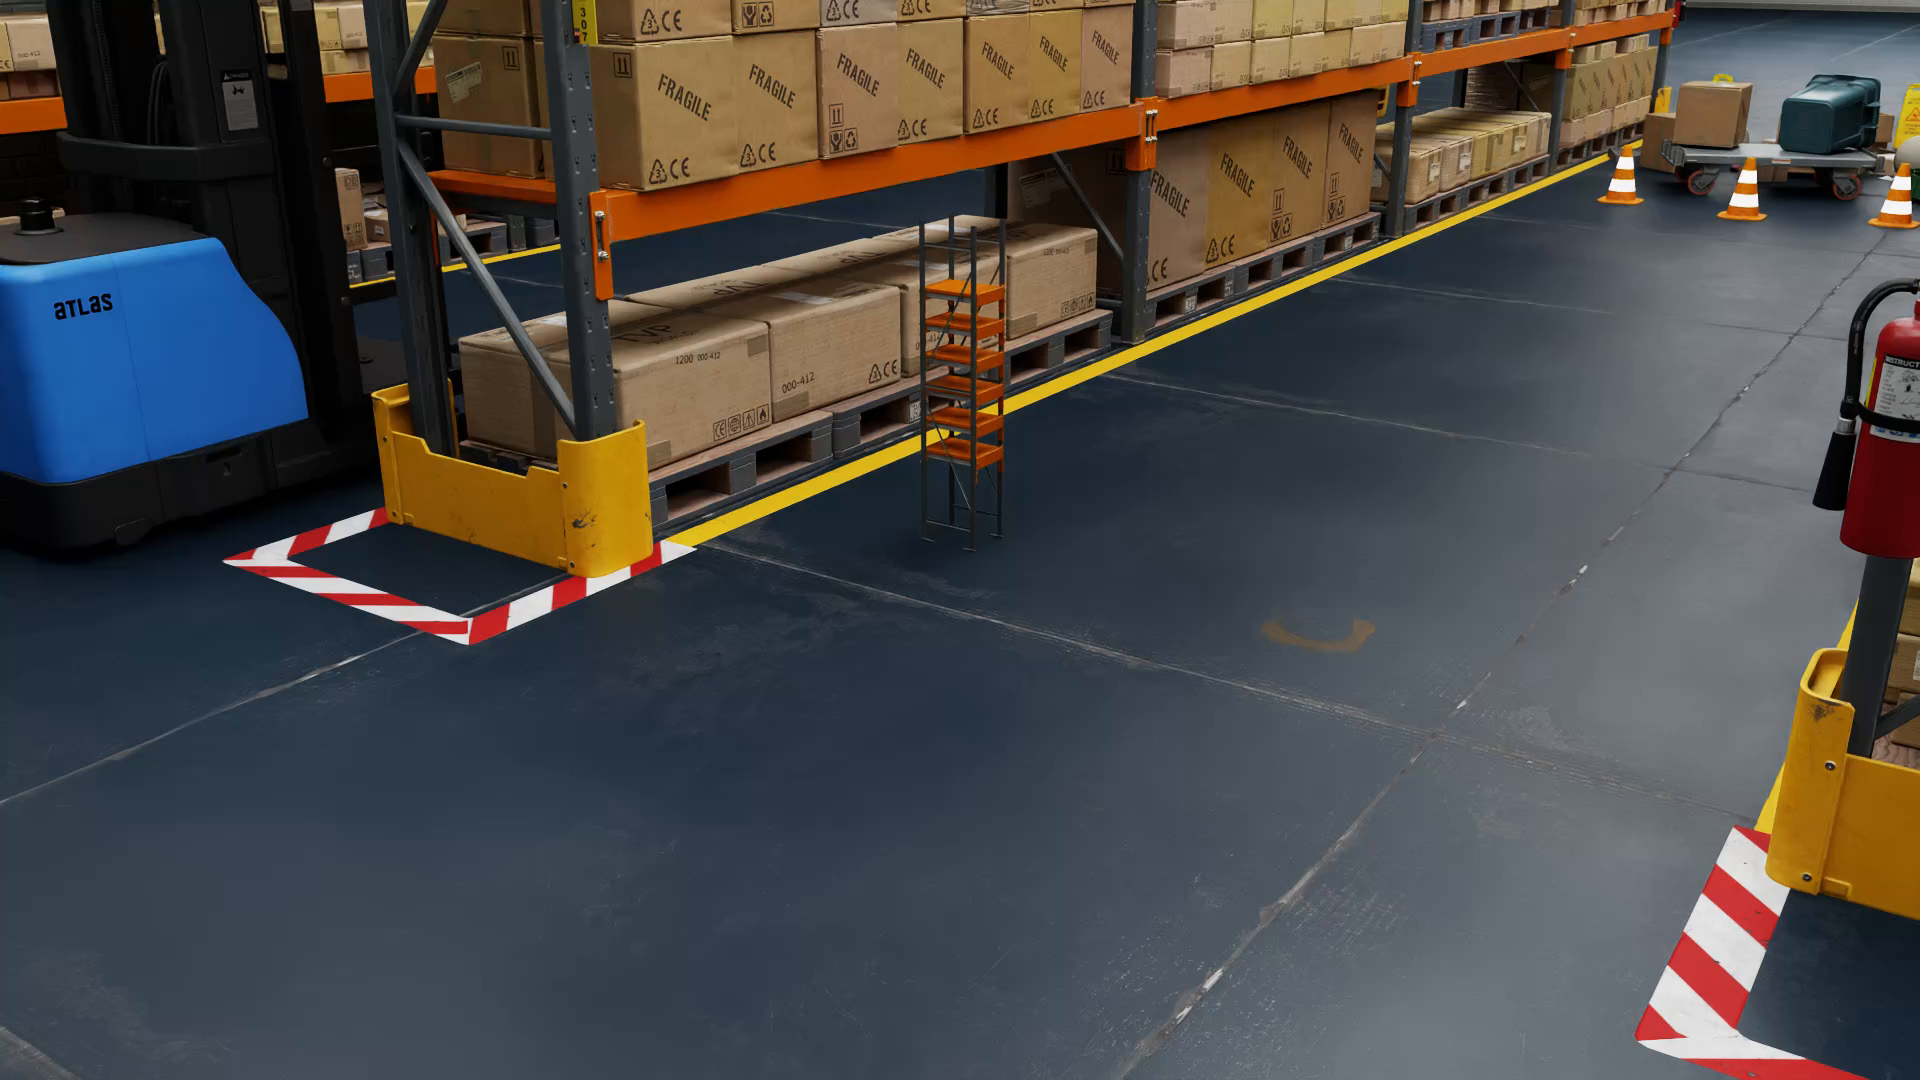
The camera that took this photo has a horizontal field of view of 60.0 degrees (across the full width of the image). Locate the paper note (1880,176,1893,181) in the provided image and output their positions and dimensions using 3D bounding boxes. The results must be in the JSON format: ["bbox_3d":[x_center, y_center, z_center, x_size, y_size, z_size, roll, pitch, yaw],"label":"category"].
[{"bbox_3d":[8.476,-3.289,15.125,0.155,0.023,0.172,-14,25,-33],"label":"paper note"}]

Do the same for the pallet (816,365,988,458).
[{"bbox_3d":[-0.599,-0.718,7.901,1.003,0.211,1.213,13,24,32],"label":"pallet"}]

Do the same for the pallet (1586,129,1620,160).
[{"bbox_3d":[6.108,-4.119,17.095,1.003,0.211,1.213,13,24,32],"label":"pallet"}]

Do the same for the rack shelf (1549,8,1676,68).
[{"bbox_3d":[6.199,-5.112,16.798,1.077,0.370,4.000,13,24,32],"label":"rack shelf"}]

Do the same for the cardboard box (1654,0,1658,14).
[{"bbox_3d":[7.078,-5.593,17.423,0.380,0.149,0.250,13,24,31],"label":"cardboard box"}]

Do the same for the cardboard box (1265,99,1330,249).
[{"bbox_3d":[1.865,-2.491,11.133,0.875,0.875,0.875,14,24,32],"label":"cardboard box"}]

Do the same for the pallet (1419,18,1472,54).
[{"bbox_3d":[3.139,-3.863,12.661,1.213,0.211,1.003,13,24,32],"label":"pallet"}]

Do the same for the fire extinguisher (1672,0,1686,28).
[{"bbox_3d":[7.769,-5.930,18.084,0.296,0.674,0.183,13,24,32],"label":"fire extinguisher"}]

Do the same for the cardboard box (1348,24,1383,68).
[{"bbox_3d":[2.483,-3.312,11.111,0.500,0.250,0.500,14,24,33],"label":"cardboard box"}]

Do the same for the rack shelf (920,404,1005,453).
[{"bbox_3d":[0.008,-0.413,6.125,0.258,0.103,0.180,13,24,32],"label":"rack shelf"}]

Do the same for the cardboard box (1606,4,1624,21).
[{"bbox_3d":[6.244,-5.151,16.228,0.380,0.149,0.250,13,24,32],"label":"cardboard box"}]

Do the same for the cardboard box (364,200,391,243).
[{"bbox_3d":[-3.800,-2.142,11.068,0.396,0.266,0.258,14,25,34],"label":"cardboard box"}]

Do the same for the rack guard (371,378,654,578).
[{"bbox_3d":[-1.684,-0.253,6.229,1.175,0.500,0.348,13,24,32],"label":"rack guard"}]

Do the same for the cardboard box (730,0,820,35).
[{"bbox_3d":[-0.881,-2.180,6.250,0.500,0.500,0.500,13,24,30],"label":"cardboard box"}]

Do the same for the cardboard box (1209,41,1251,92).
[{"bbox_3d":[1.333,-2.733,9.547,0.500,0.250,0.500,13,24,31],"label":"cardboard box"}]

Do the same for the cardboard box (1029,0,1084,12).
[{"bbox_3d":[0.249,-2.763,7.825,0.500,0.500,0.500,13,24,31],"label":"cardboard box"}]

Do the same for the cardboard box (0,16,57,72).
[{"bbox_3d":[-5.017,-2.691,9.003,0.500,0.250,0.500,14,24,32],"label":"cardboard box"}]

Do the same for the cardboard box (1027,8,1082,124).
[{"bbox_3d":[0.244,-2.295,8.003,0.500,0.500,0.500,13,24,31],"label":"cardboard box"}]

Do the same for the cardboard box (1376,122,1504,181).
[{"bbox_3d":[3.991,-3.282,13.997,0.950,0.372,0.625,14,25,34],"label":"cardboard box"}]

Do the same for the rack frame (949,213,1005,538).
[{"bbox_3d":[0.060,-0.593,6.139,0.240,1.200,0.006,13,24,32],"label":"rack frame"}]

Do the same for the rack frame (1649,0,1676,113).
[{"bbox_3d":[7.324,-6.023,18.225,1.000,3.000,0.127,13,24,32],"label":"rack frame"}]

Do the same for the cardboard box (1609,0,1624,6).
[{"bbox_3d":[6.109,-5.424,16.031,0.500,0.500,0.500,13,24,31],"label":"cardboard box"}]

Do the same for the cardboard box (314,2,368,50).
[{"bbox_3d":[-3.883,-3.276,10.585,0.500,0.250,0.500,13,24,32],"label":"cardboard box"}]

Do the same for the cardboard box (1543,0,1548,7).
[{"bbox_3d":[4.851,-4.681,14.353,0.380,0.149,0.250,12,24,30],"label":"cardboard box"}]

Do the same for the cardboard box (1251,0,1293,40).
[{"bbox_3d":[1.634,-3.110,9.845,0.500,0.250,0.500,14,24,32],"label":"cardboard box"}]

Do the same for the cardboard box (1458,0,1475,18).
[{"bbox_3d":[3.713,-4.083,12.736,0.380,0.149,0.250,13,24,32],"label":"cardboard box"}]

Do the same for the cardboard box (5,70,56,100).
[{"bbox_3d":[-5.143,-2.487,9.026,0.380,0.149,0.250,13,24,31],"label":"cardboard box"}]

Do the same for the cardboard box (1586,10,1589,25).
[{"bbox_3d":[5.616,-4.868,15.464,0.380,0.149,0.250,14,25,33],"label":"cardboard box"}]

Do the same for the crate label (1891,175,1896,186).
[{"bbox_3d":[8.276,-3.101,14.450,0.298,0.136,0.250,-2,20,-5],"label":"crate label"}]

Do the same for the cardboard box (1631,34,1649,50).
[{"bbox_3d":[6.938,-5.187,17.307,0.380,0.149,0.250,14,25,33],"label":"cardboard box"}]

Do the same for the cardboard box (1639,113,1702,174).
[{"bbox_3d":[6.803,-3.746,15.669,0.500,0.500,0.500,-6,21,-15],"label":"cardboard box"}]

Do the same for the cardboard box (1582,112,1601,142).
[{"bbox_3d":[5.921,-4.055,16.261,0.500,0.250,0.500,15,25,35],"label":"cardboard box"}]

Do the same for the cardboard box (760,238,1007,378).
[{"bbox_3d":[-0.367,-1.159,8.163,0.875,0.438,0.875,12,24,30],"label":"cardboard box"}]

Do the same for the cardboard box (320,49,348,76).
[{"bbox_3d":[-4.044,-2.982,10.364,0.380,0.149,0.250,13,24,31],"label":"cardboard box"}]

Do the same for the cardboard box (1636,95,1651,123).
[{"bbox_3d":[7.078,-4.639,17.841,0.500,0.250,0.500,13,24,32],"label":"cardboard box"}]

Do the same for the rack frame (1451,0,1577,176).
[{"bbox_3d":[5.075,-4.875,15.122,1.000,3.000,0.127,13,24,32],"label":"rack frame"}]

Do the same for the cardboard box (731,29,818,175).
[{"bbox_3d":[-0.902,-1.712,6.424,0.500,0.500,0.500,13,24,31],"label":"cardboard box"}]

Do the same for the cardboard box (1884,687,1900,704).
[{"bbox_3d":[2.664,0.359,4.475,0.380,0.149,0.250,14,25,33],"label":"cardboard box"}]

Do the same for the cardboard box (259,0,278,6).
[{"bbox_3d":[-4.587,-3.593,10.360,0.500,0.500,0.500,13,24,30],"label":"cardboard box"}]

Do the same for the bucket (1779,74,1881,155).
[{"bbox_3d":[7.395,-3.605,14.216,0.620,0.611,0.726,-24,30,-29],"label":"bucket"}]

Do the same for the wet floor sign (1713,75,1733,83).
[{"bbox_3d":[8.315,-4.765,18.216,0.232,0.644,0.267,-14,25,-33],"label":"wet floor sign"}]

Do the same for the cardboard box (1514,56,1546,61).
[{"bbox_3d":[5.470,-4.503,16.392,0.500,0.500,0.500,14,24,33],"label":"cardboard box"}]

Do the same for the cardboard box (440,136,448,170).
[{"bbox_3d":[-3.498,-2.770,12.428,0.500,0.500,0.500,13,24,32],"label":"cardboard box"}]

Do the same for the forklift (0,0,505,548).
[{"bbox_3d":[-2.807,-1.802,6.912,1.130,2.935,3.031,13,24,30],"label":"forklift"}]

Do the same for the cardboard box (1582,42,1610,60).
[{"bbox_3d":[6.037,-4.727,16.064,0.380,0.149,0.250,14,25,34],"label":"cardboard box"}]

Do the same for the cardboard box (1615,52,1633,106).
[{"bbox_3d":[6.509,-4.708,16.945,0.500,0.500,0.500,13,24,31],"label":"cardboard box"}]

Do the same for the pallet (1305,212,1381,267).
[{"bbox_3d":[2.321,-2.208,11.931,1.003,0.211,1.213,13,24,32],"label":"pallet"}]

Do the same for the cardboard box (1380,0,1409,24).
[{"bbox_3d":[2.764,-3.703,11.449,0.500,0.250,0.500,13,24,32],"label":"cardboard box"}]

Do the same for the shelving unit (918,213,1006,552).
[{"bbox_3d":[0.008,-0.567,6.068,0.258,1.200,0.189,13,24,32],"label":"shelving unit"}]
